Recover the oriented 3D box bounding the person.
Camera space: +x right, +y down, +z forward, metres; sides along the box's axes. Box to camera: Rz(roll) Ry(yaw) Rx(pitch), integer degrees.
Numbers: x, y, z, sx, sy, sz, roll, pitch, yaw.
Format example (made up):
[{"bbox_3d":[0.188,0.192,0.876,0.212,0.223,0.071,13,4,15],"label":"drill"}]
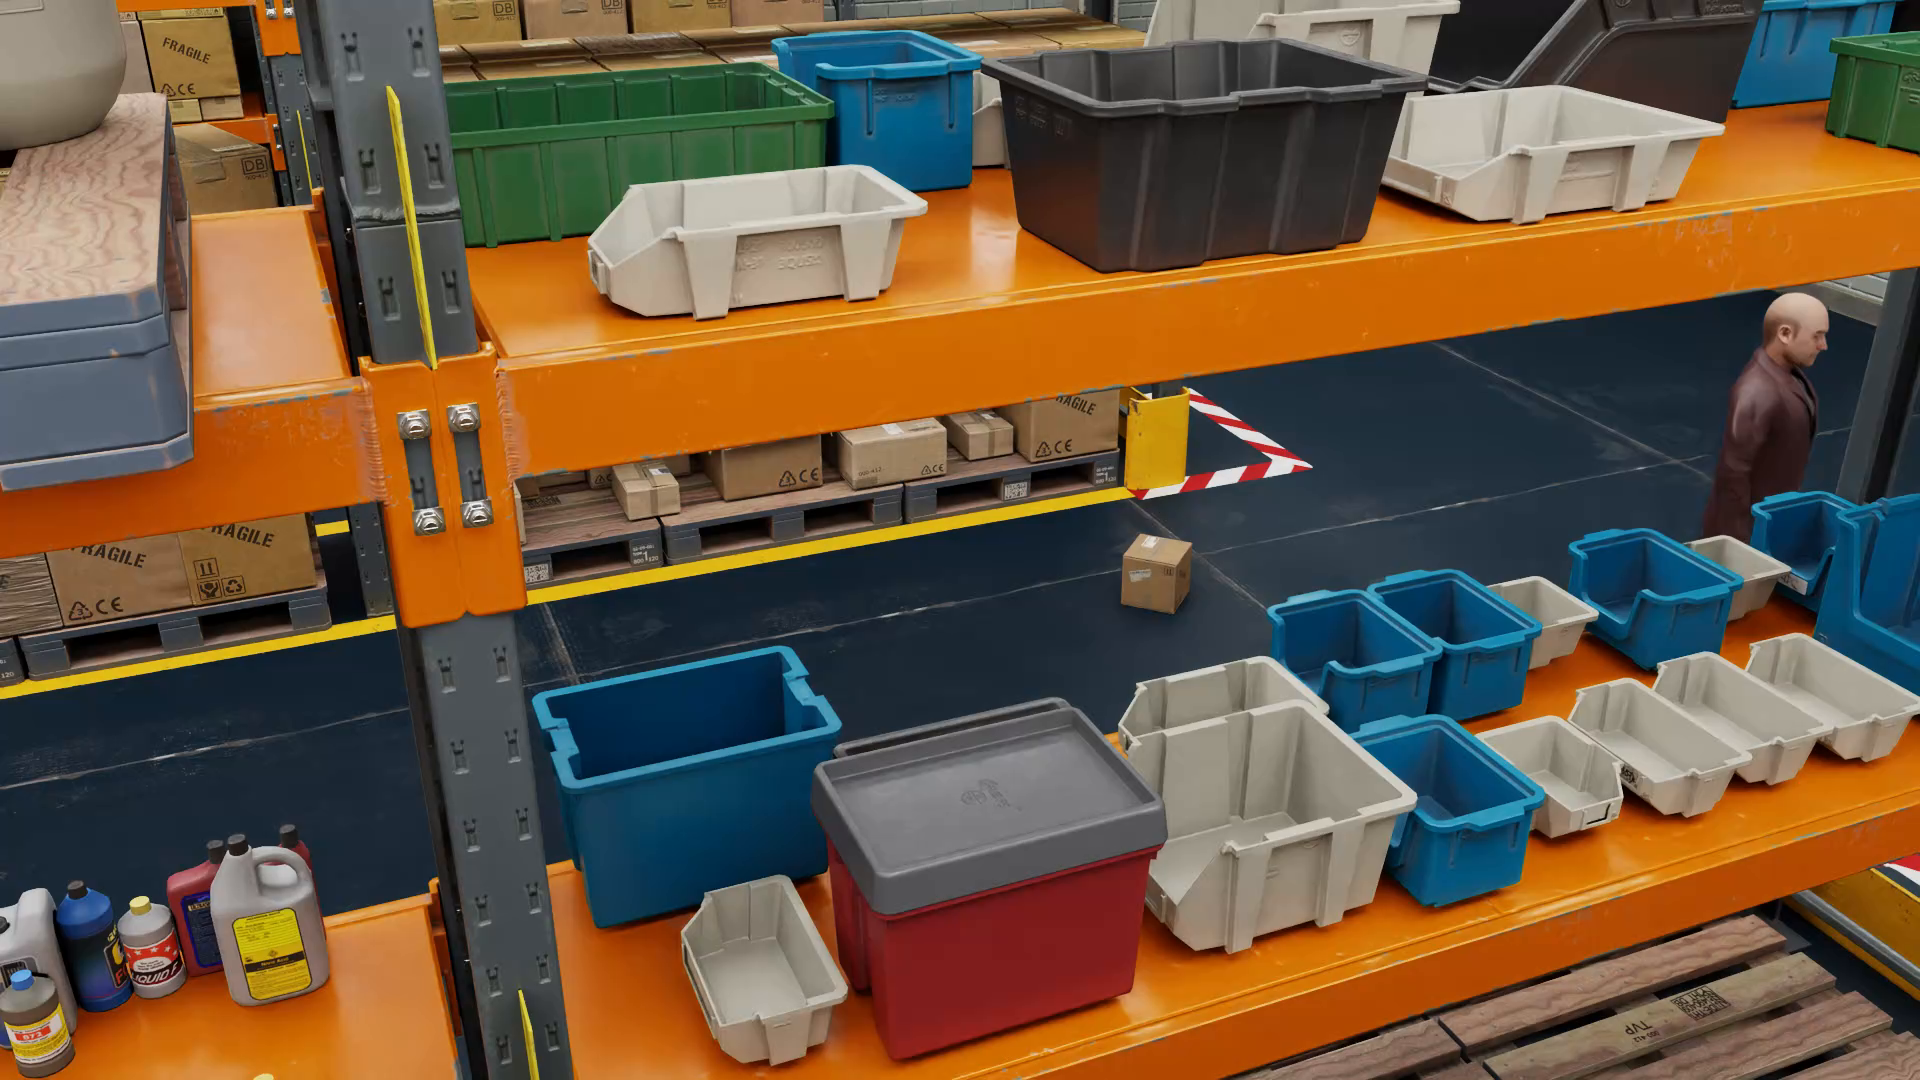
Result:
[{"bbox_3d":[2.888,-0.065,6.210,0.620,1.769,0.625,14,29,27],"label":"person"}]
